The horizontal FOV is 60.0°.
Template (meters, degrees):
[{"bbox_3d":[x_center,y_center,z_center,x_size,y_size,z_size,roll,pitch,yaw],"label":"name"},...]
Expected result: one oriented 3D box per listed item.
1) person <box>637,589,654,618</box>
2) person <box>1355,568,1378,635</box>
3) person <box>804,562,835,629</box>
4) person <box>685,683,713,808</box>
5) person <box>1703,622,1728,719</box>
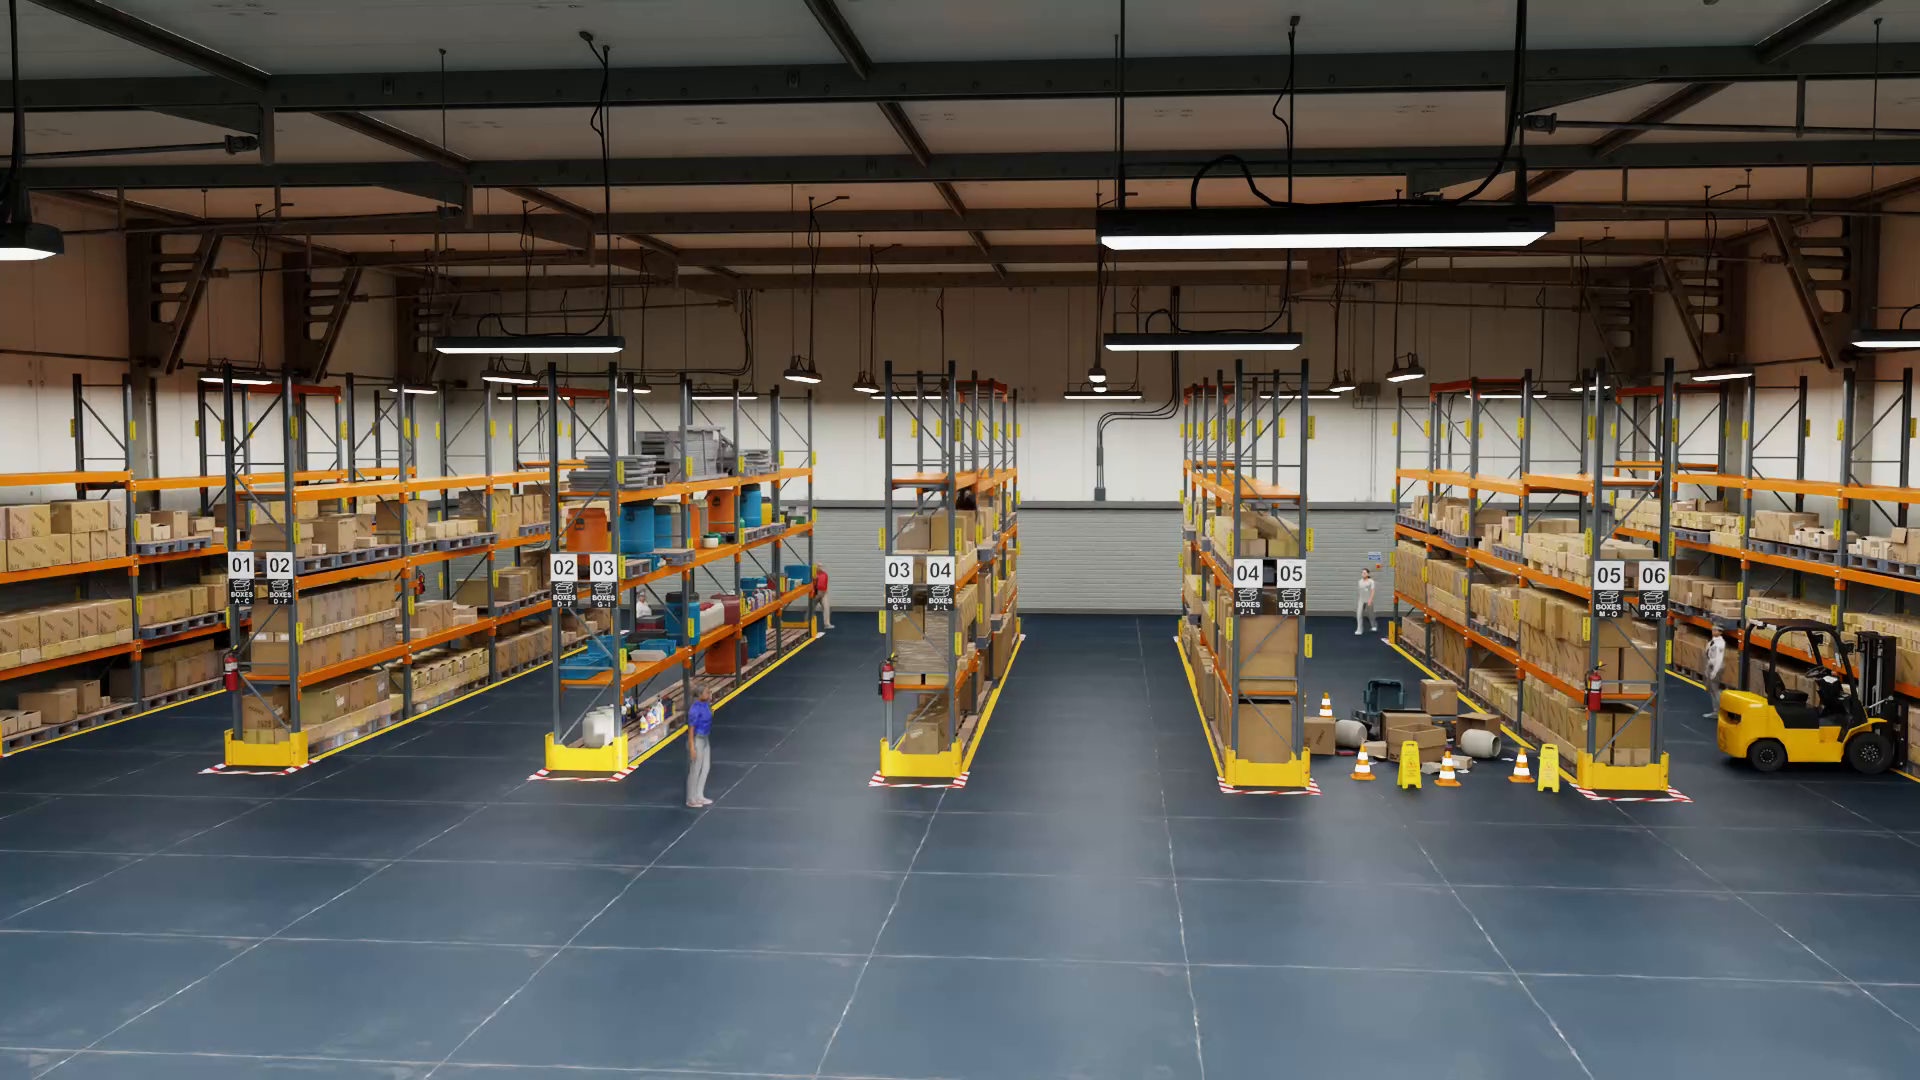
[{"bbox_3d":[-6.580,1.881,34.750,0.492,1.700,0.494,1,4,16],"label":"person"},{"bbox_3d":[9.976,1.508,40.867,0.463,1.624,1.030,2,4,32],"label":"person"},{"bbox_3d":[-3.538,1.397,42.111,0.637,1.677,1.054,-3,5,-35],"label":"person"},{"bbox_3d":[-3.477,2.727,22.148,0.358,1.653,0.550,1,4,13],"label":"person"},{"bbox_3d":[13.123,2.276,28.926,0.386,1.715,0.514,3,5,38],"label":"person"}]
